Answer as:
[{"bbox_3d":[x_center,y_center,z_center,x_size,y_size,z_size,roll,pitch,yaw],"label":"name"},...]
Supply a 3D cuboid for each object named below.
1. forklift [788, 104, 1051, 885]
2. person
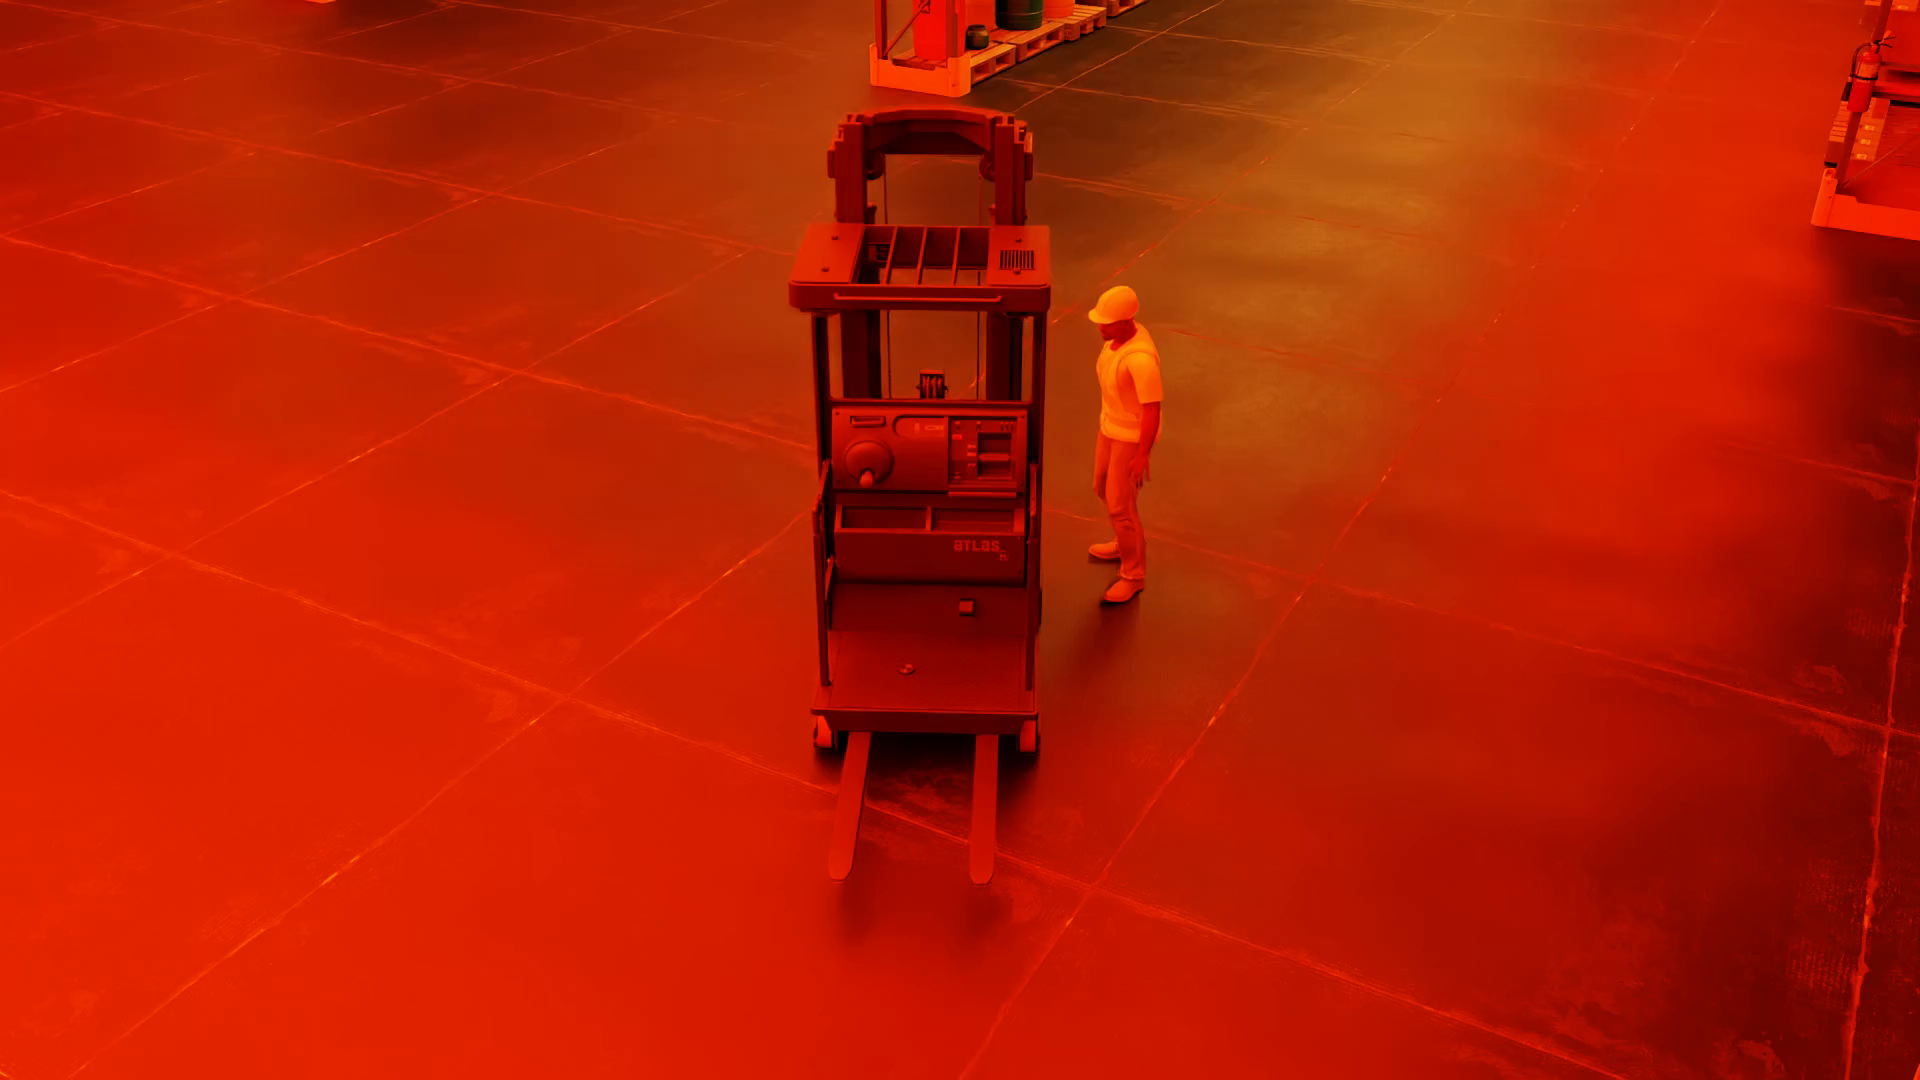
[{"bbox_3d":[-0.152,-0.385,7.737,1.130,2.935,3.031,1,30,2],"label":"forklift"},{"bbox_3d":[0.898,-0.602,9.310,0.431,1.735,0.850,-6,30,-10],"label":"person"}]
